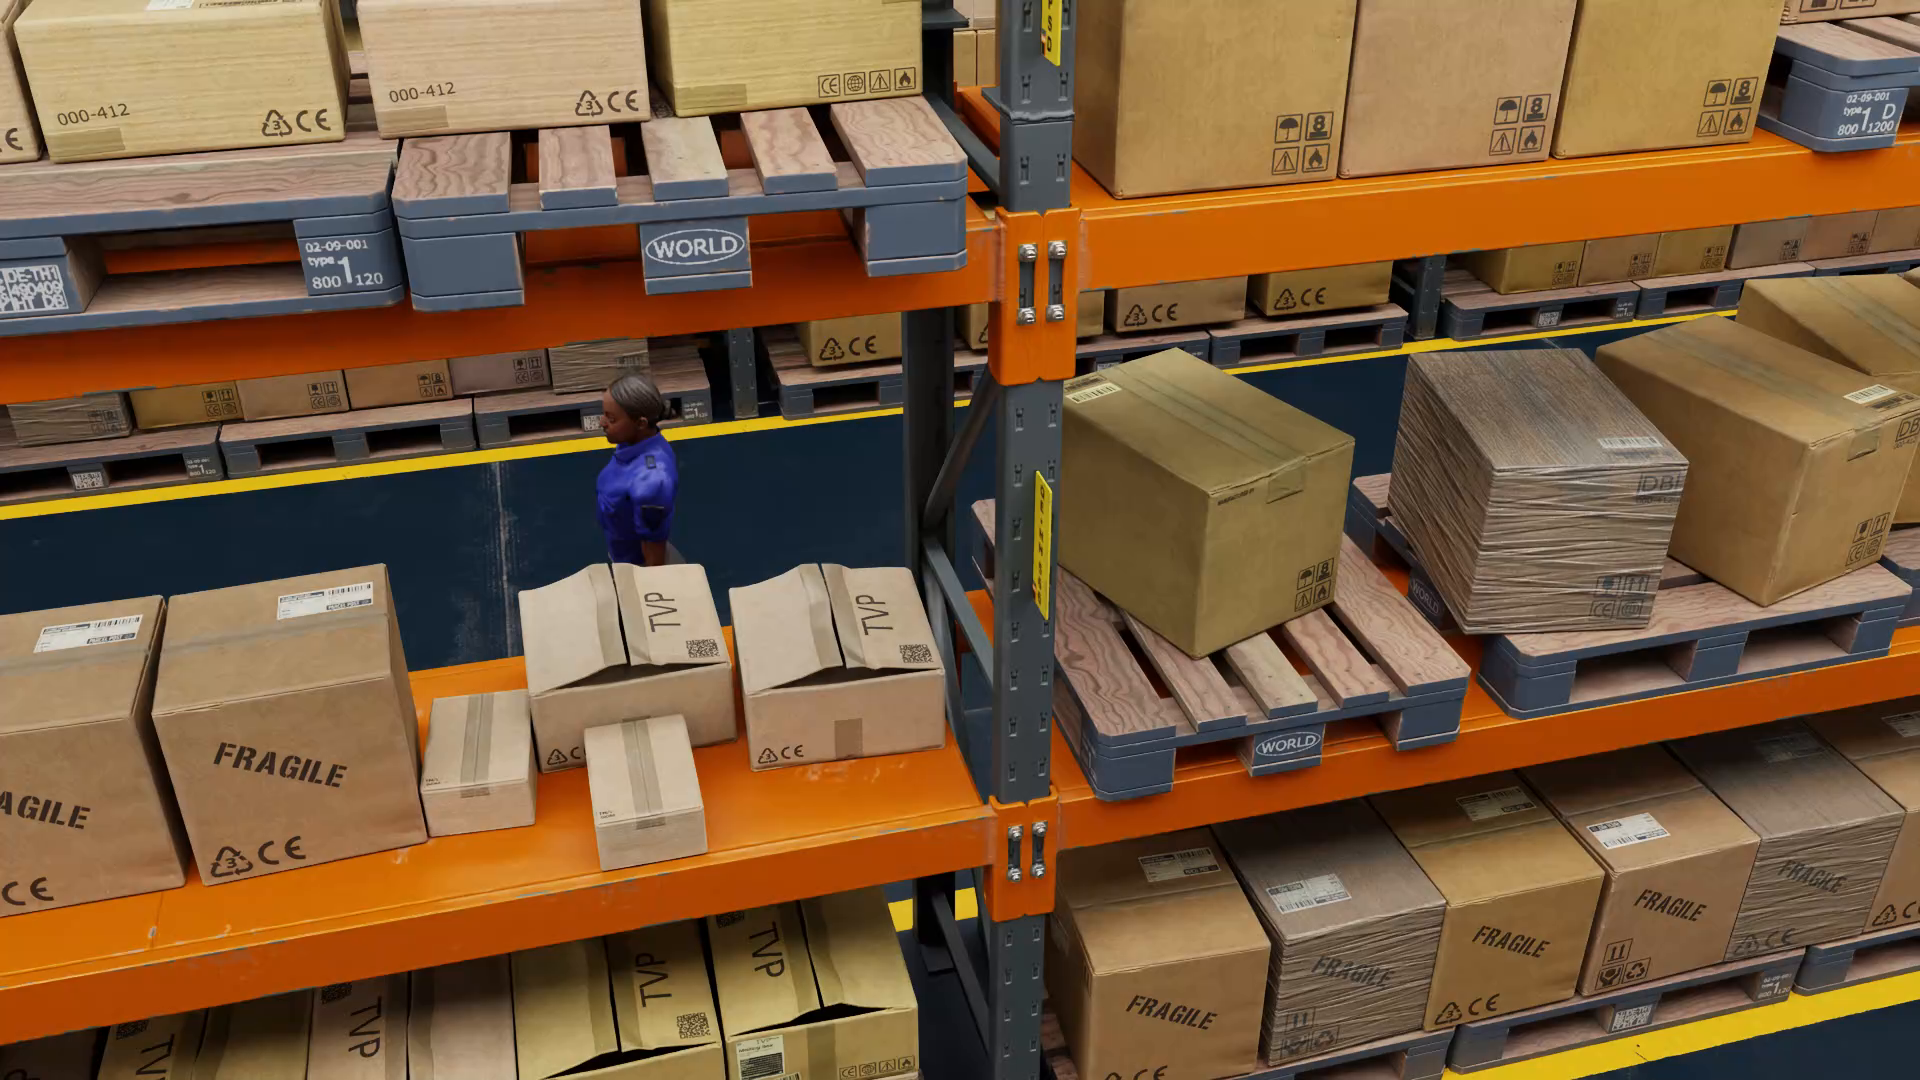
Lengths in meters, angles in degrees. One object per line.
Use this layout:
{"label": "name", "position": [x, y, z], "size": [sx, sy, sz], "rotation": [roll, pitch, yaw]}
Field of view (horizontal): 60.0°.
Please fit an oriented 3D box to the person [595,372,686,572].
{"label": "person", "position": [-1.097, 0.178, 5.837], "size": [0.316, 1.660, 0.437], "rotation": [-7, 31, -12]}
